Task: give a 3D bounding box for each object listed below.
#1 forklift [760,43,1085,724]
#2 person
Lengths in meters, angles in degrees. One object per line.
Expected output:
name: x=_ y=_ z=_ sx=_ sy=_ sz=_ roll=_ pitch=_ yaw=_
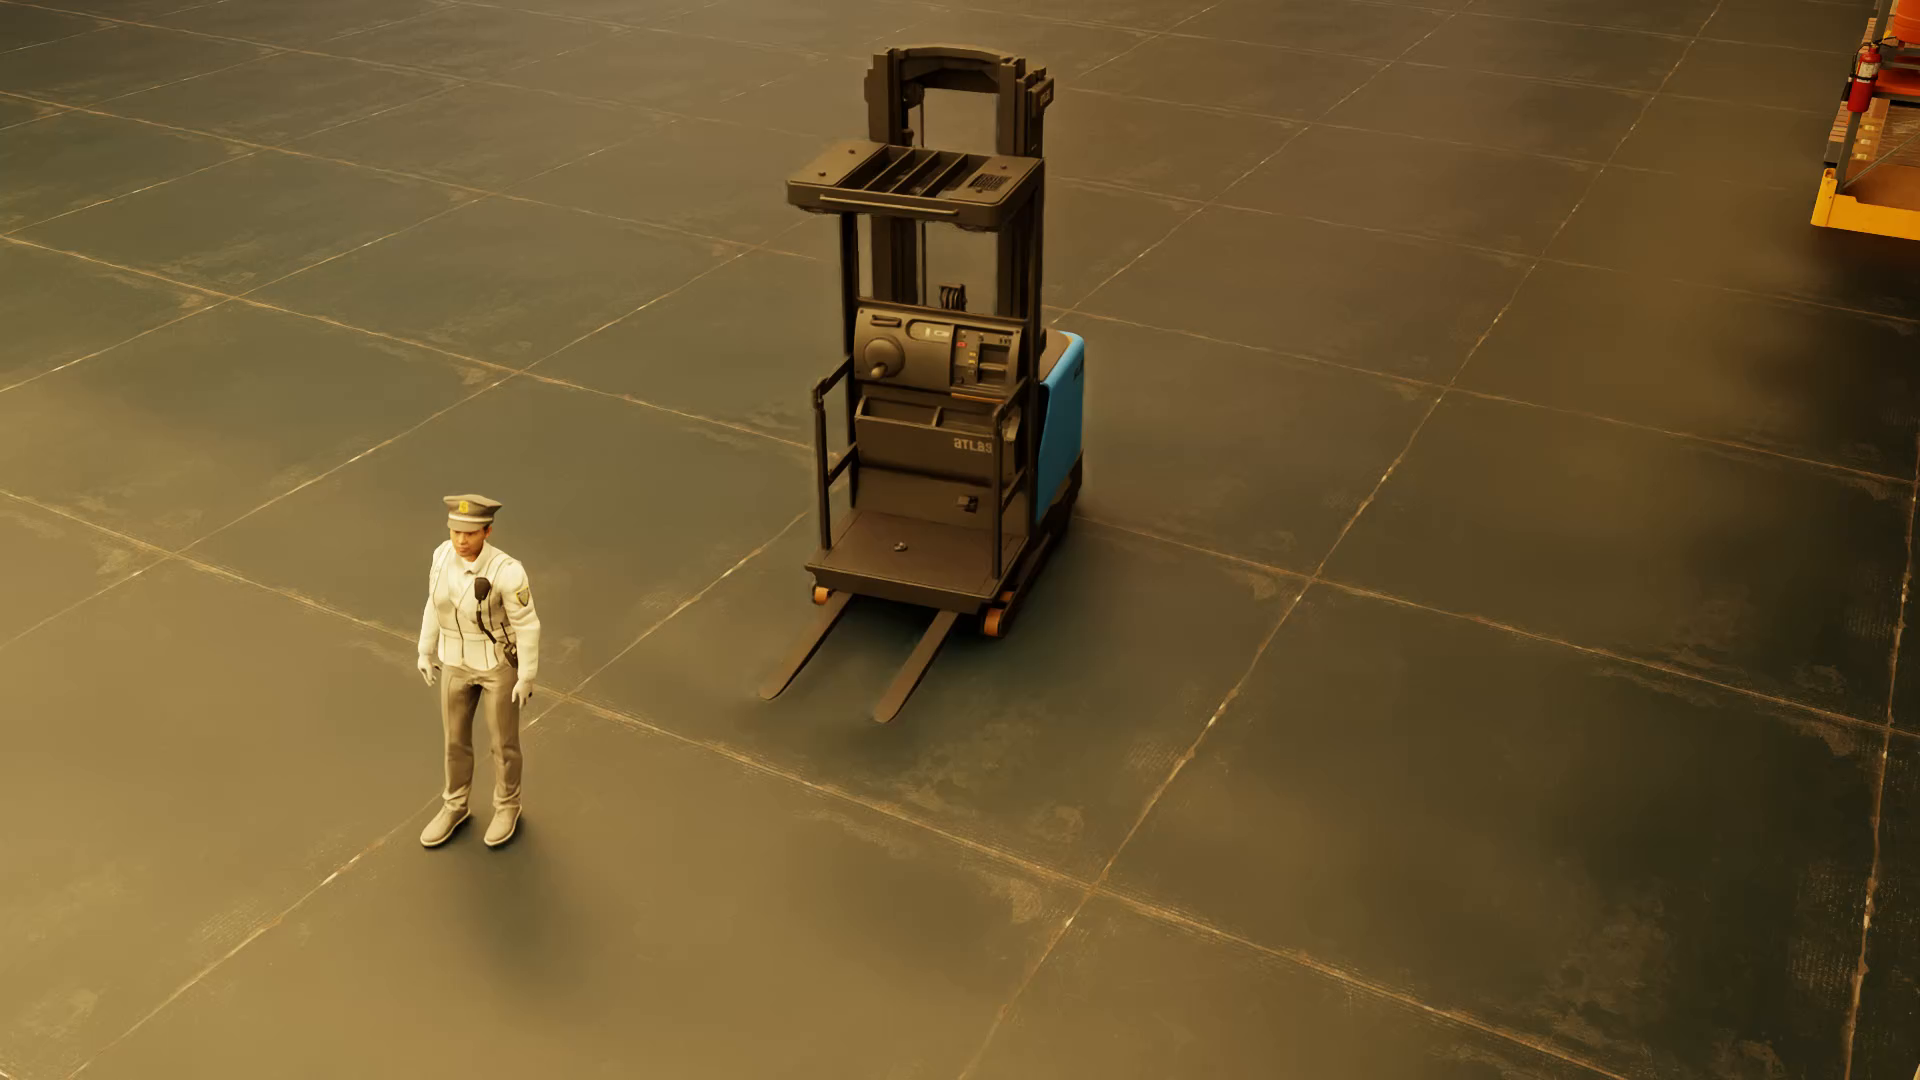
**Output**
forklift: x=-0.189 y=-0.963 z=8.739 sx=1.130 sy=2.935 sz=3.031 roll=10 pitch=31 yaw=16
person: x=-2.131 y=0.581 z=7.293 sx=0.576 sy=1.700 sz=0.521 roll=9 pitch=31 yaw=15
